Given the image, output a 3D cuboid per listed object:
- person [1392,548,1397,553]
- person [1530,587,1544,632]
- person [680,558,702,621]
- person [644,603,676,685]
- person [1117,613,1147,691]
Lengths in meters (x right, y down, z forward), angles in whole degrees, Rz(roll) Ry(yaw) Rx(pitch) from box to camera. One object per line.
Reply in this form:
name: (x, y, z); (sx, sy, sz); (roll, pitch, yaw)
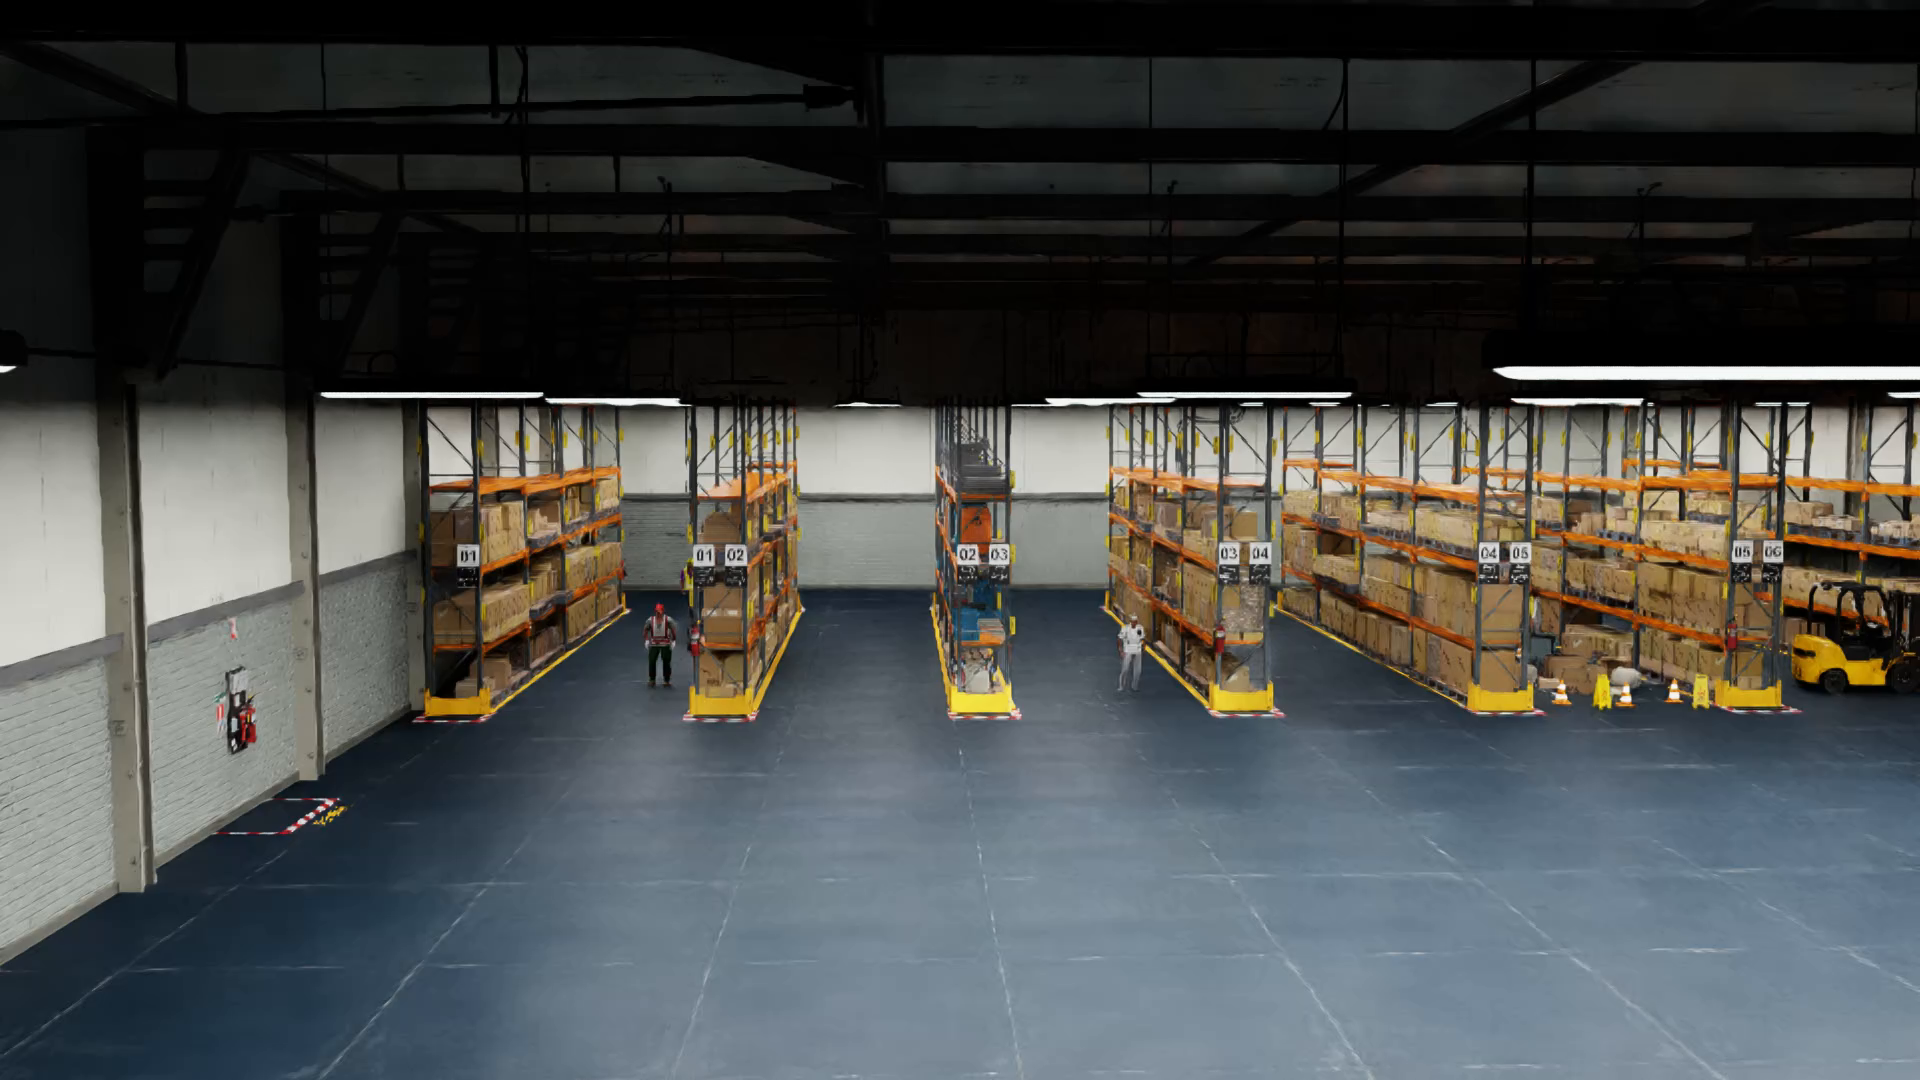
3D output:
person: (12.587, 1.077, 47.845); (0.522, 1.768, 0.667); (-1, 5, -16)
person: (13.309, 1.885, 38.498); (0.532, 1.588, 0.536); (2, 5, 24)
person: (-7.315, 1.315, 45.161); (0.577, 1.691, 1.121); (0, 4, 0)
person: (-6.196, 2.160, 34.339); (0.677, 1.742, 0.547); (0, 5, -4)
person: (3.480, 2.267, 33.688); (0.592, 1.629, 0.526); (0, 5, -5)
